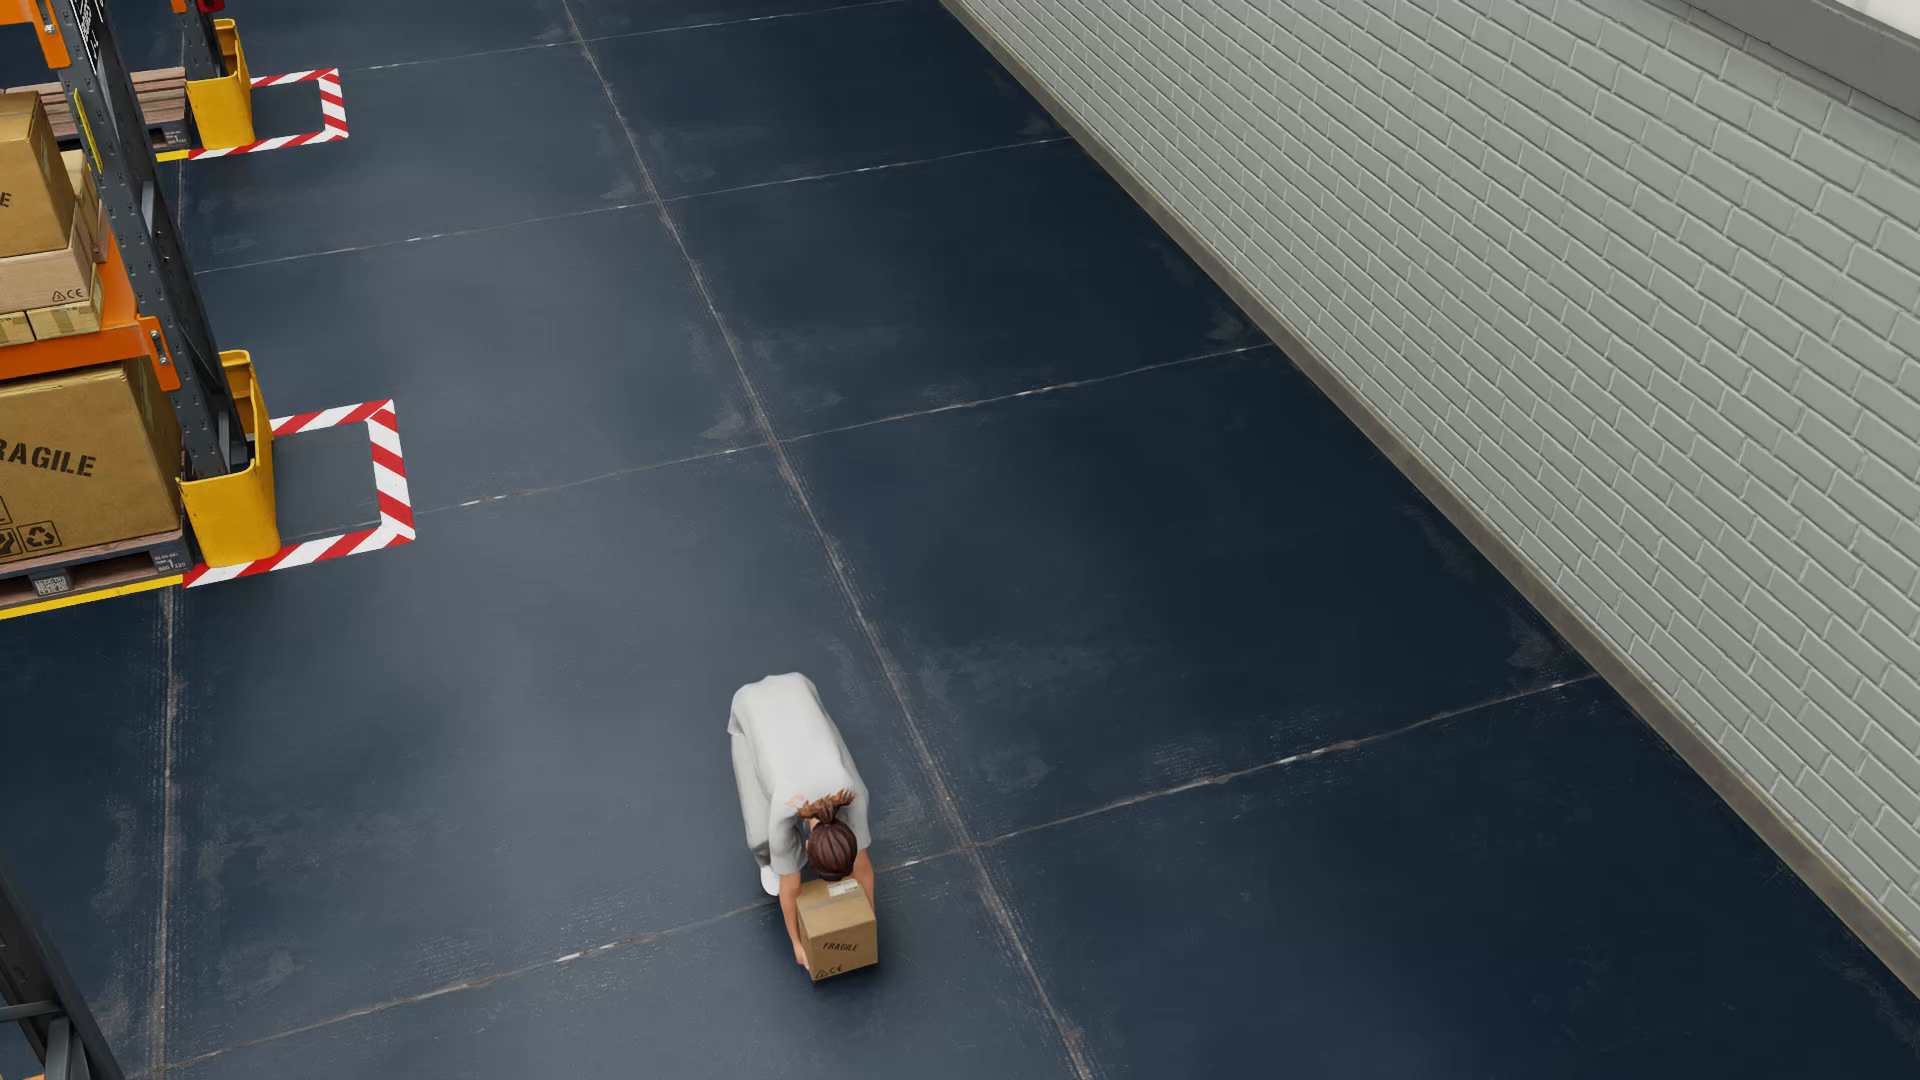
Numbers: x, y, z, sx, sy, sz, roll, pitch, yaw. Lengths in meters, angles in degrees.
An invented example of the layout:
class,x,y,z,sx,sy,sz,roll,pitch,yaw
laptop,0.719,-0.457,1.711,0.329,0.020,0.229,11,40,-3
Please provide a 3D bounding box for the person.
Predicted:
class,x,y,z,sx,sy,sz,roll,pitch,yaw
person,-0.589,0.684,5.973,0.403,1.597,0.547,-13,40,-17
